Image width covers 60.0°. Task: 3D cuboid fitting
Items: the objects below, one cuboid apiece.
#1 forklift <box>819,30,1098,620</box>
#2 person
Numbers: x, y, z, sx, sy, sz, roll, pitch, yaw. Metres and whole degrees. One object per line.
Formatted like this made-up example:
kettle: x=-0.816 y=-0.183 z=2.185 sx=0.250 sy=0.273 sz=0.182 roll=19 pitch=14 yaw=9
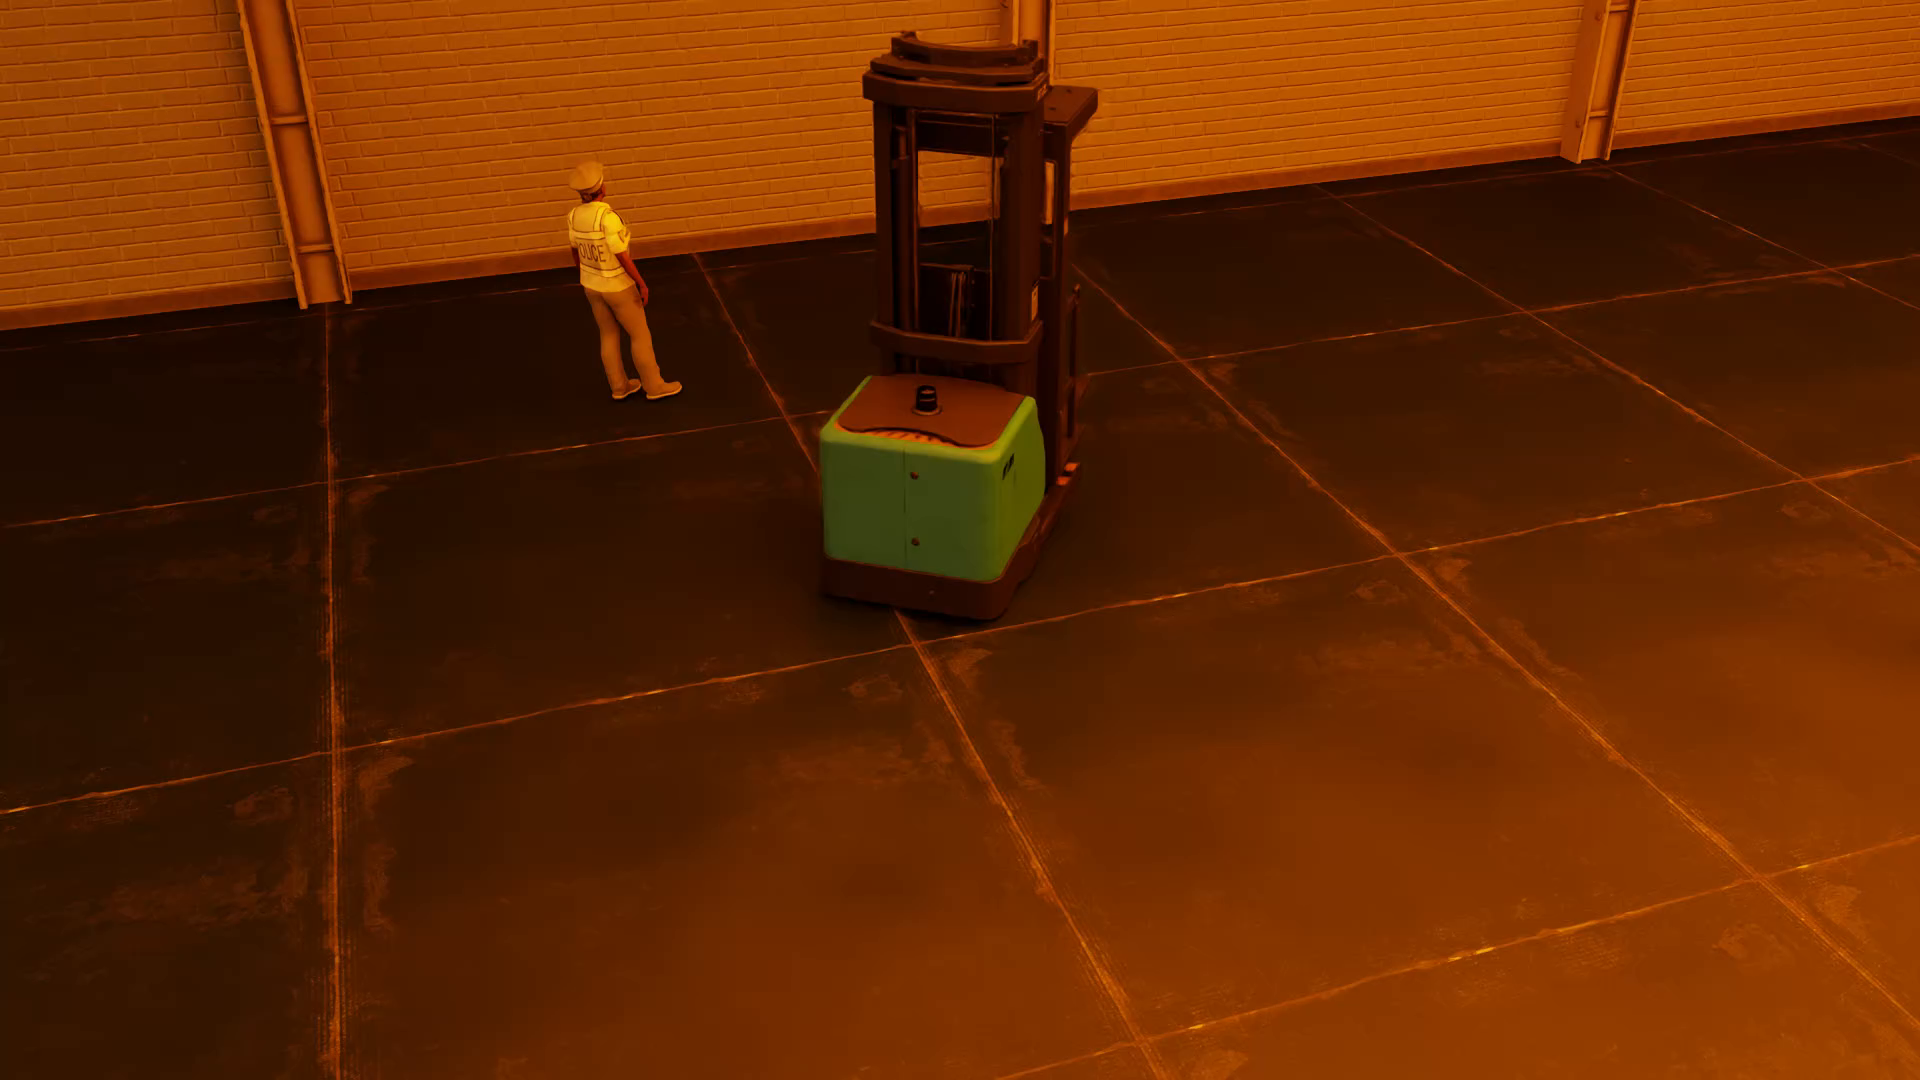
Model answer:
forklift: x=0.145 y=-1.554 z=9.787 sx=1.130 sy=2.935 sz=3.031 roll=9 pitch=31 yaw=15
person: x=-2.337 y=-1.769 z=11.387 sx=0.568 sy=1.695 sz=0.531 roll=16 pitch=34 yaw=26
